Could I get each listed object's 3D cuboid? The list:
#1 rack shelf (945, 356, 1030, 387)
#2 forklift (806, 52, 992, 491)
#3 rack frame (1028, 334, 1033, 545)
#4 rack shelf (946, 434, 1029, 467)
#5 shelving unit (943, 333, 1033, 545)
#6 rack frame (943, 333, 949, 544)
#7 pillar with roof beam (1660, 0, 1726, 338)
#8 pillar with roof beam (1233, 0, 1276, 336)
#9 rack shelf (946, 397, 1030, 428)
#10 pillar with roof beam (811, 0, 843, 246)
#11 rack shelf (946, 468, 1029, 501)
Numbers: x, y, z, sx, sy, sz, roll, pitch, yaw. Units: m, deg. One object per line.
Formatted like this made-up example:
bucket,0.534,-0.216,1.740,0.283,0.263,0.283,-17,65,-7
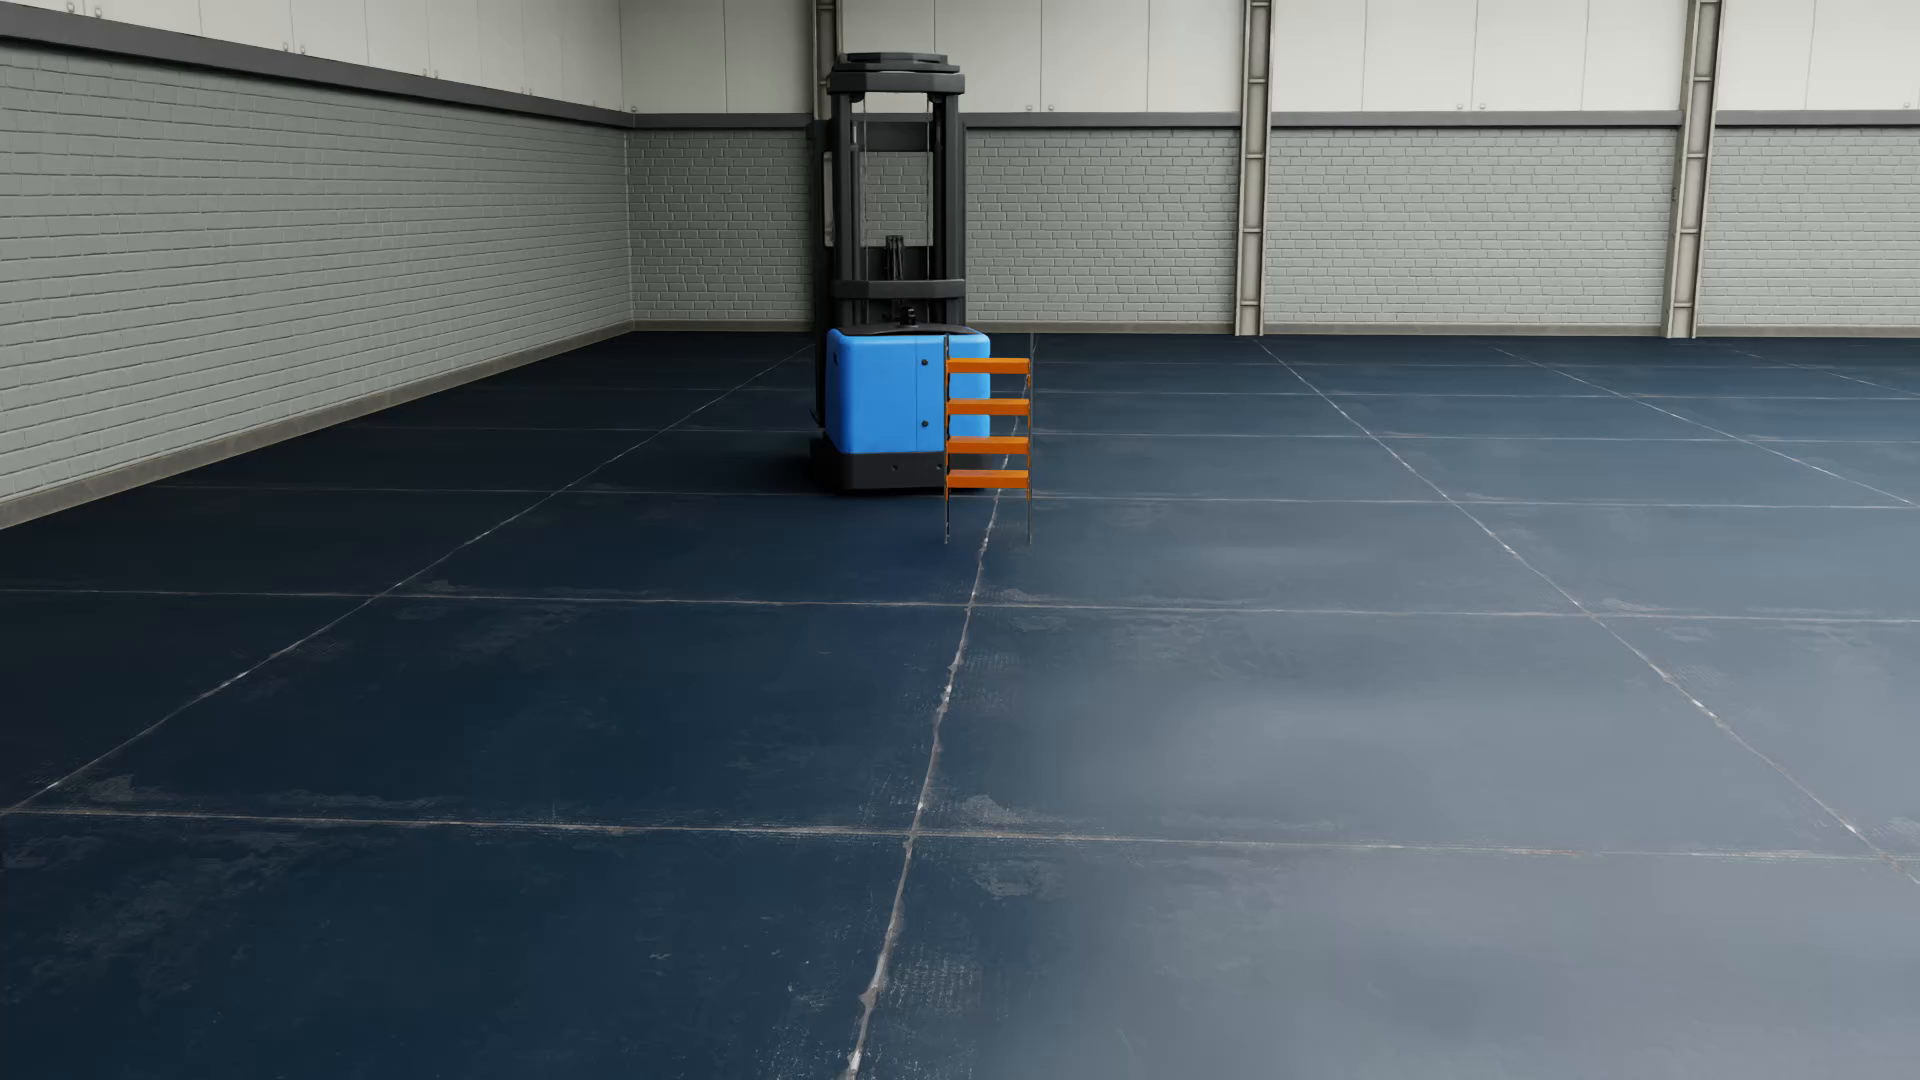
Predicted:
rack shelf,0.165,-0.970,9.554,0.480,0.148,0.258,1,12,4
forklift,-0.542,-2.019,12.262,1.130,2.935,3.031,-2,12,-10
rack frame,0.409,-0.582,9.618,0.015,1.200,0.240,1,12,4
rack shelf,0.165,-0.519,9.648,0.480,0.148,0.258,1,12,4
shelving unit,0.165,-0.585,9.634,0.503,1.200,0.258,1,12,4
rack frame,-0.078,-0.588,9.650,0.015,1.200,0.240,1,12,4
pillar with roof beam,9.826,-6.385,18.312,0.400,9.000,9.100,1,12,4
pillar with roof beam,3.839,-6.467,18.704,0.400,9.000,9.100,1,12,4
rack shelf,0.165,-0.738,9.602,0.480,0.148,0.258,1,12,4
pillar with roof beam,-2.147,-6.549,19.097,0.400,9.000,9.100,1,12,4
rack shelf,0.165,-0.325,9.689,0.480,0.148,0.258,1,12,4
